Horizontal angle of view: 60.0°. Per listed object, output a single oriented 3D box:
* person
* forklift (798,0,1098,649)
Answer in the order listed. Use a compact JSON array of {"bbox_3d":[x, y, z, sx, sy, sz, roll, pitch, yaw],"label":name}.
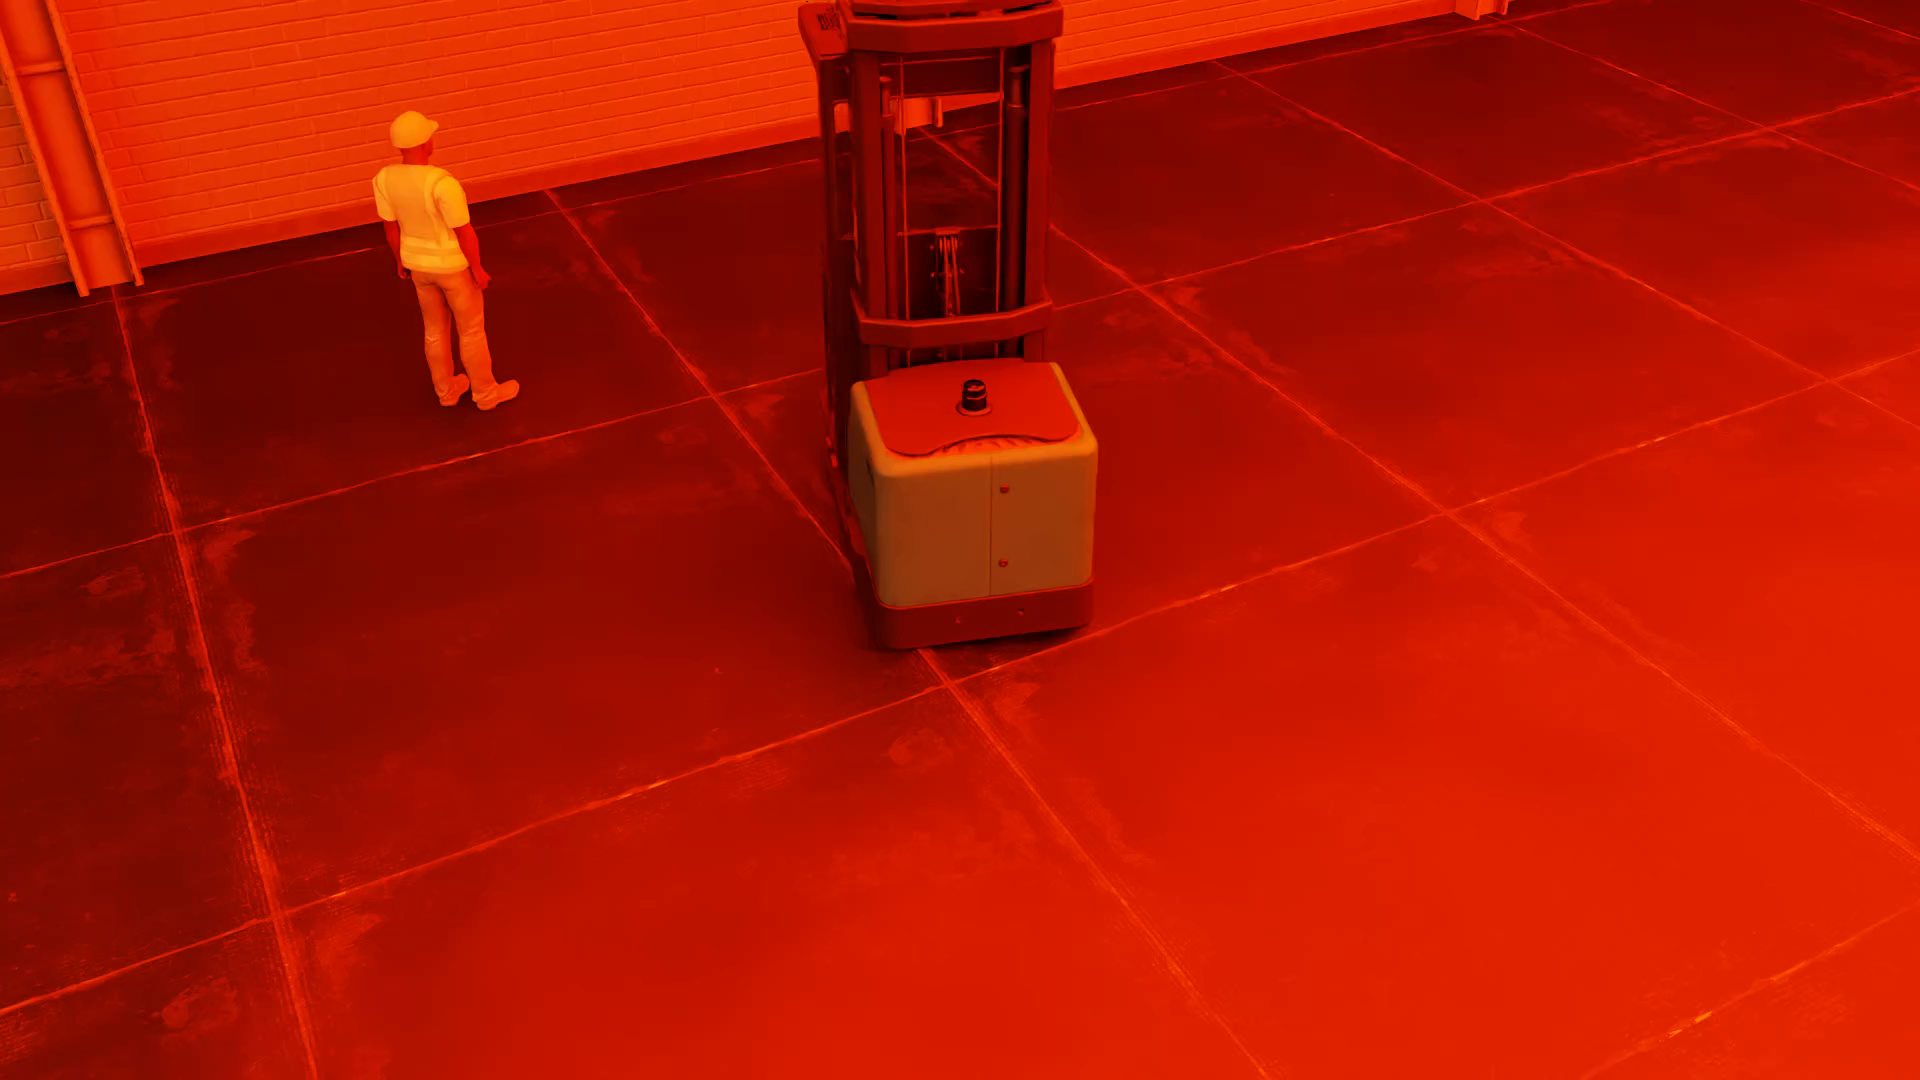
[{"bbox_3d":[-2.908,-1.558,9.337,0.557,1.770,0.390,10,36,14],"label":"person"},{"bbox_3d":[-0.160,-1.530,8.287,1.130,2.935,3.031,-7,36,-9],"label":"forklift"}]
